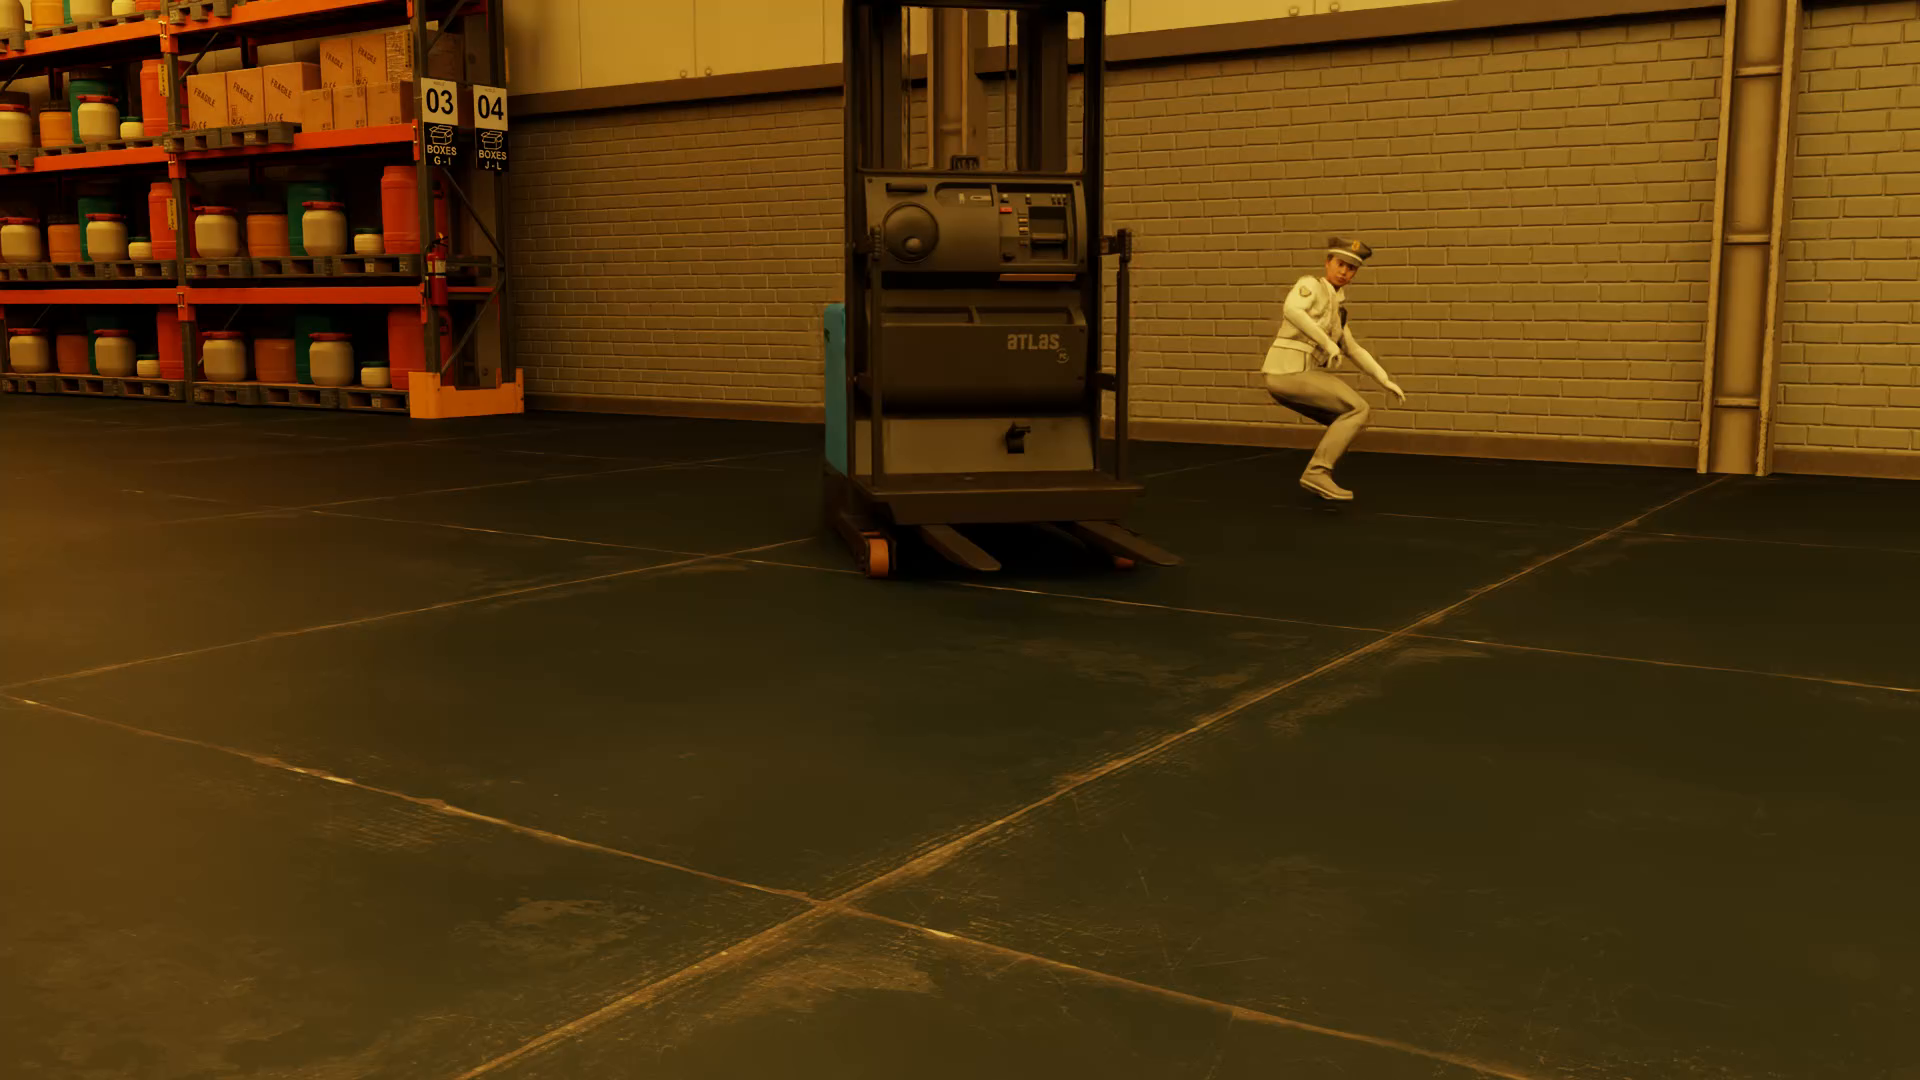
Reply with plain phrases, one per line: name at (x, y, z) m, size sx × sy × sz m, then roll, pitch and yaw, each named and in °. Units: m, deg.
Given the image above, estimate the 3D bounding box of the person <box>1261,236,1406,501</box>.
person at (1.973, -0.860, 8.800) m, size 0.716 × 1.465 × 0.850 m, roll 3°, pitch 9°, yaw 19°

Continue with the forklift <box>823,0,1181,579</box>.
forklift at (0.111, -1.353, 6.706) m, size 1.130 × 2.935 × 3.031 m, roll -2°, pitch 8°, yaw -11°
